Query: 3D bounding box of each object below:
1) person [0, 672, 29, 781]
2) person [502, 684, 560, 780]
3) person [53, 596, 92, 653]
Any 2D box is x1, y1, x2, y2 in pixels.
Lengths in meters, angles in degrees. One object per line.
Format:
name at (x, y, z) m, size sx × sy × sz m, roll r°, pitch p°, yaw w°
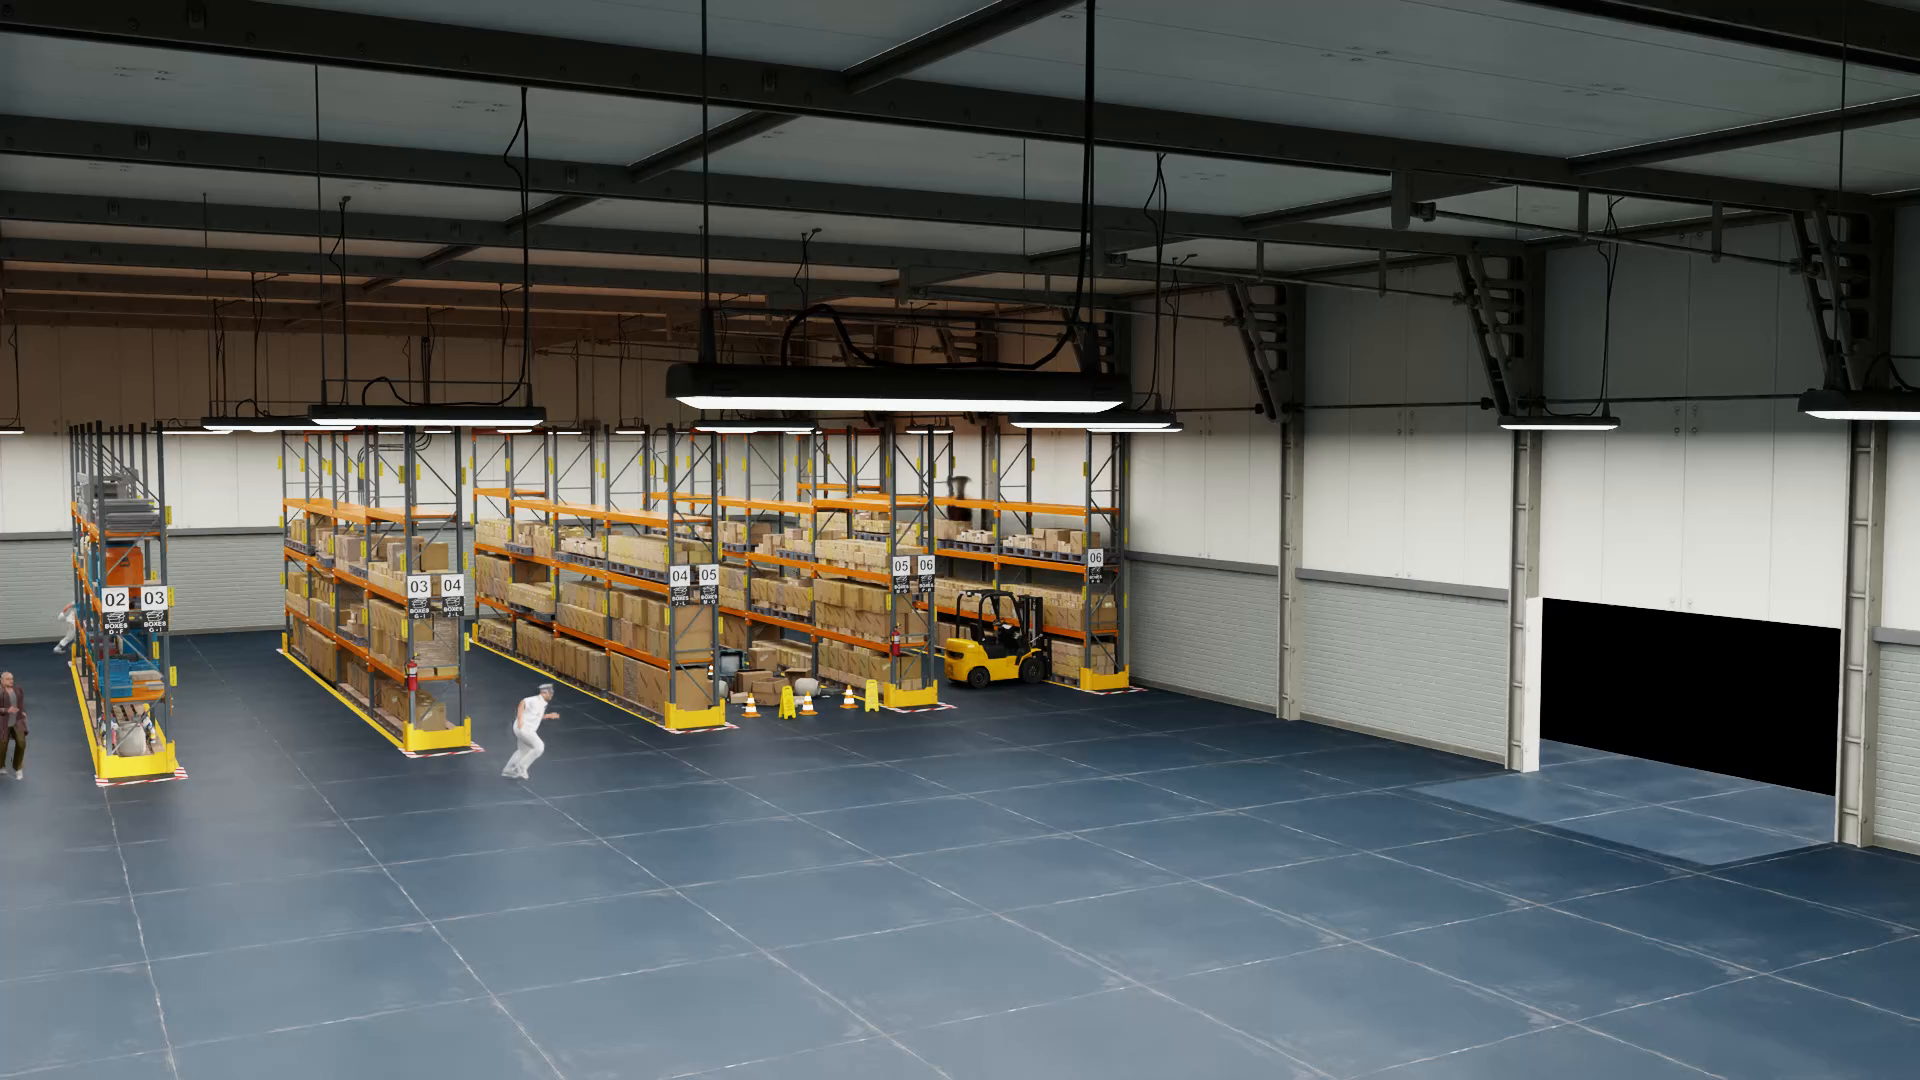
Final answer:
person at (-15.918, 3.121, 27.816) m, size 0.910 × 1.835 × 0.643 m, roll 3°, pitch 5°, yaw 43°
person at (-7.189, 3.214, 27.754) m, size 0.968 × 1.611 × 0.706 m, roll 0°, pitch 4°, yaw -1°
person at (-23.313, 2.206, 43.874) m, size 1.096 × 1.558 × 0.677 m, roll 0°, pitch 4°, yaw -7°
